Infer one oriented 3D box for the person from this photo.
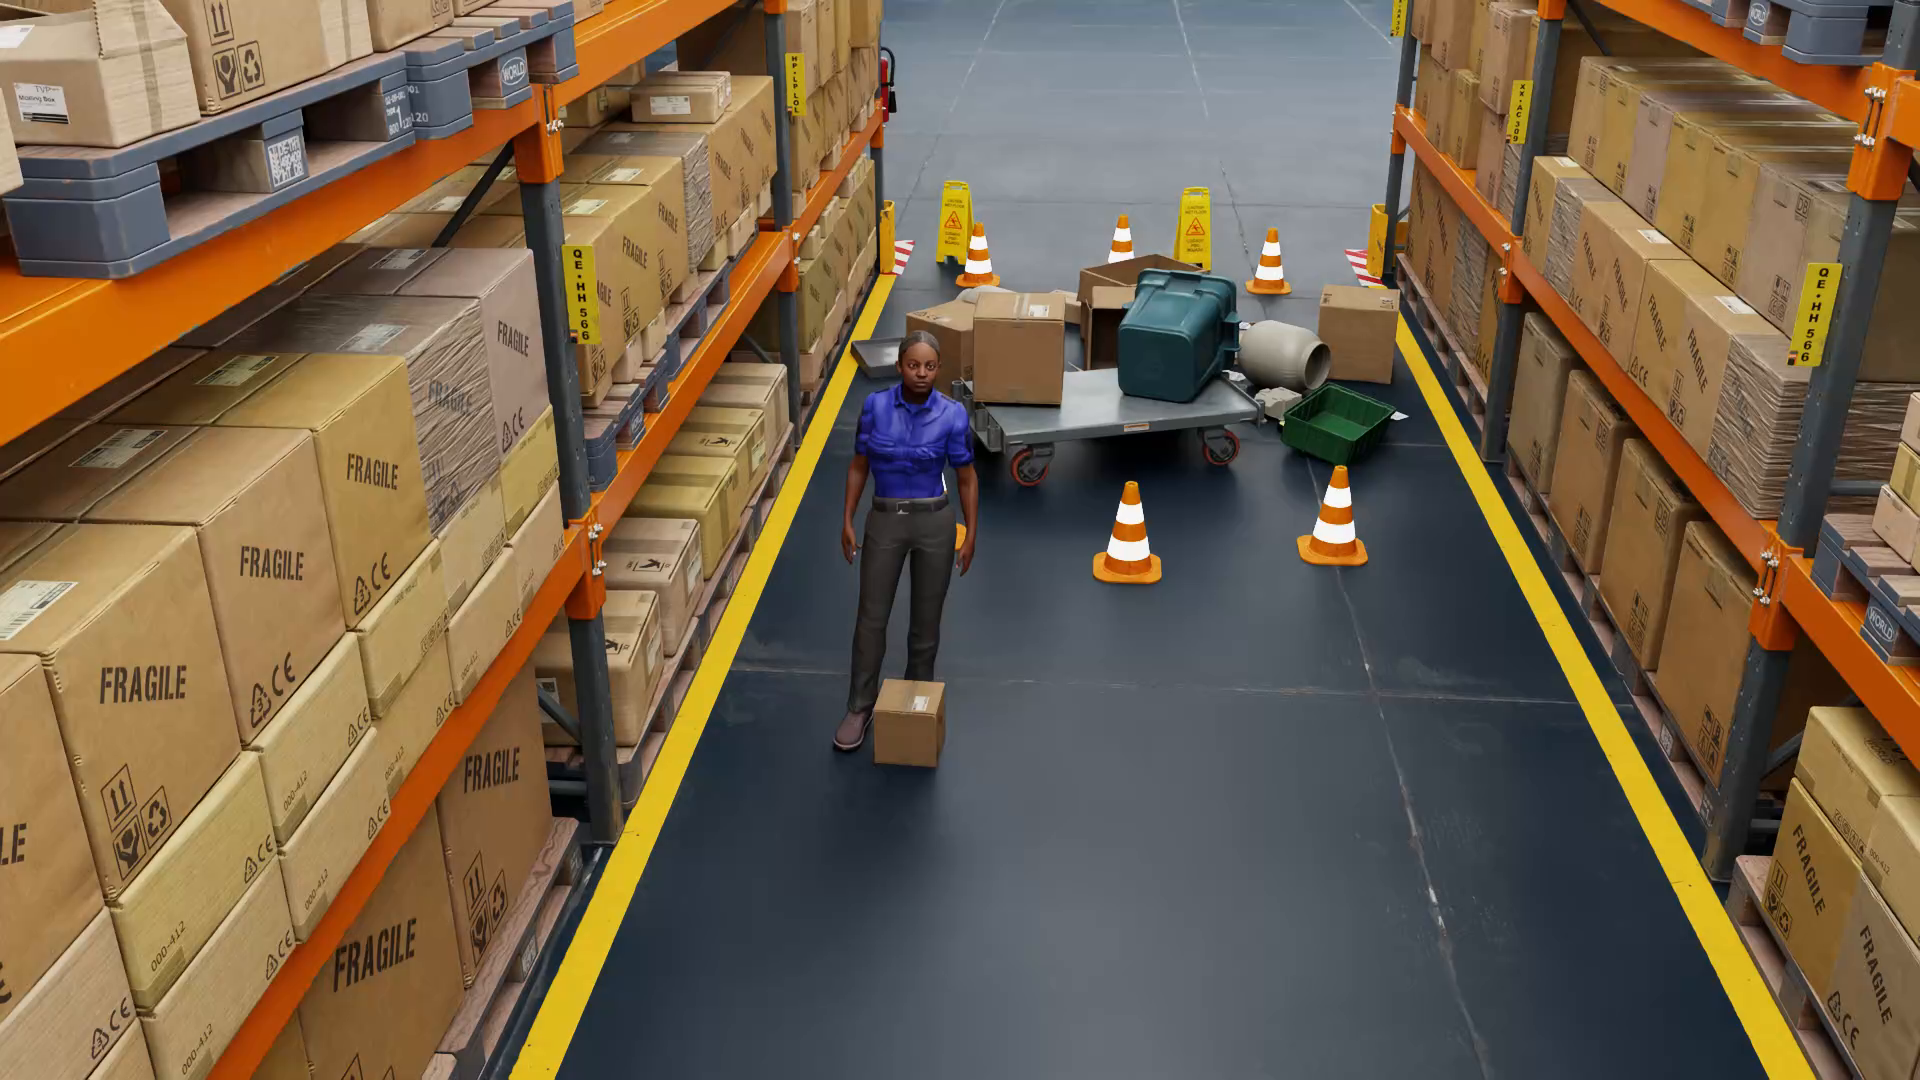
[{"bbox_3d":[-0.219,0.009,6.573,0.569,1.654,0.504,2,25,4],"label":"person"}]
